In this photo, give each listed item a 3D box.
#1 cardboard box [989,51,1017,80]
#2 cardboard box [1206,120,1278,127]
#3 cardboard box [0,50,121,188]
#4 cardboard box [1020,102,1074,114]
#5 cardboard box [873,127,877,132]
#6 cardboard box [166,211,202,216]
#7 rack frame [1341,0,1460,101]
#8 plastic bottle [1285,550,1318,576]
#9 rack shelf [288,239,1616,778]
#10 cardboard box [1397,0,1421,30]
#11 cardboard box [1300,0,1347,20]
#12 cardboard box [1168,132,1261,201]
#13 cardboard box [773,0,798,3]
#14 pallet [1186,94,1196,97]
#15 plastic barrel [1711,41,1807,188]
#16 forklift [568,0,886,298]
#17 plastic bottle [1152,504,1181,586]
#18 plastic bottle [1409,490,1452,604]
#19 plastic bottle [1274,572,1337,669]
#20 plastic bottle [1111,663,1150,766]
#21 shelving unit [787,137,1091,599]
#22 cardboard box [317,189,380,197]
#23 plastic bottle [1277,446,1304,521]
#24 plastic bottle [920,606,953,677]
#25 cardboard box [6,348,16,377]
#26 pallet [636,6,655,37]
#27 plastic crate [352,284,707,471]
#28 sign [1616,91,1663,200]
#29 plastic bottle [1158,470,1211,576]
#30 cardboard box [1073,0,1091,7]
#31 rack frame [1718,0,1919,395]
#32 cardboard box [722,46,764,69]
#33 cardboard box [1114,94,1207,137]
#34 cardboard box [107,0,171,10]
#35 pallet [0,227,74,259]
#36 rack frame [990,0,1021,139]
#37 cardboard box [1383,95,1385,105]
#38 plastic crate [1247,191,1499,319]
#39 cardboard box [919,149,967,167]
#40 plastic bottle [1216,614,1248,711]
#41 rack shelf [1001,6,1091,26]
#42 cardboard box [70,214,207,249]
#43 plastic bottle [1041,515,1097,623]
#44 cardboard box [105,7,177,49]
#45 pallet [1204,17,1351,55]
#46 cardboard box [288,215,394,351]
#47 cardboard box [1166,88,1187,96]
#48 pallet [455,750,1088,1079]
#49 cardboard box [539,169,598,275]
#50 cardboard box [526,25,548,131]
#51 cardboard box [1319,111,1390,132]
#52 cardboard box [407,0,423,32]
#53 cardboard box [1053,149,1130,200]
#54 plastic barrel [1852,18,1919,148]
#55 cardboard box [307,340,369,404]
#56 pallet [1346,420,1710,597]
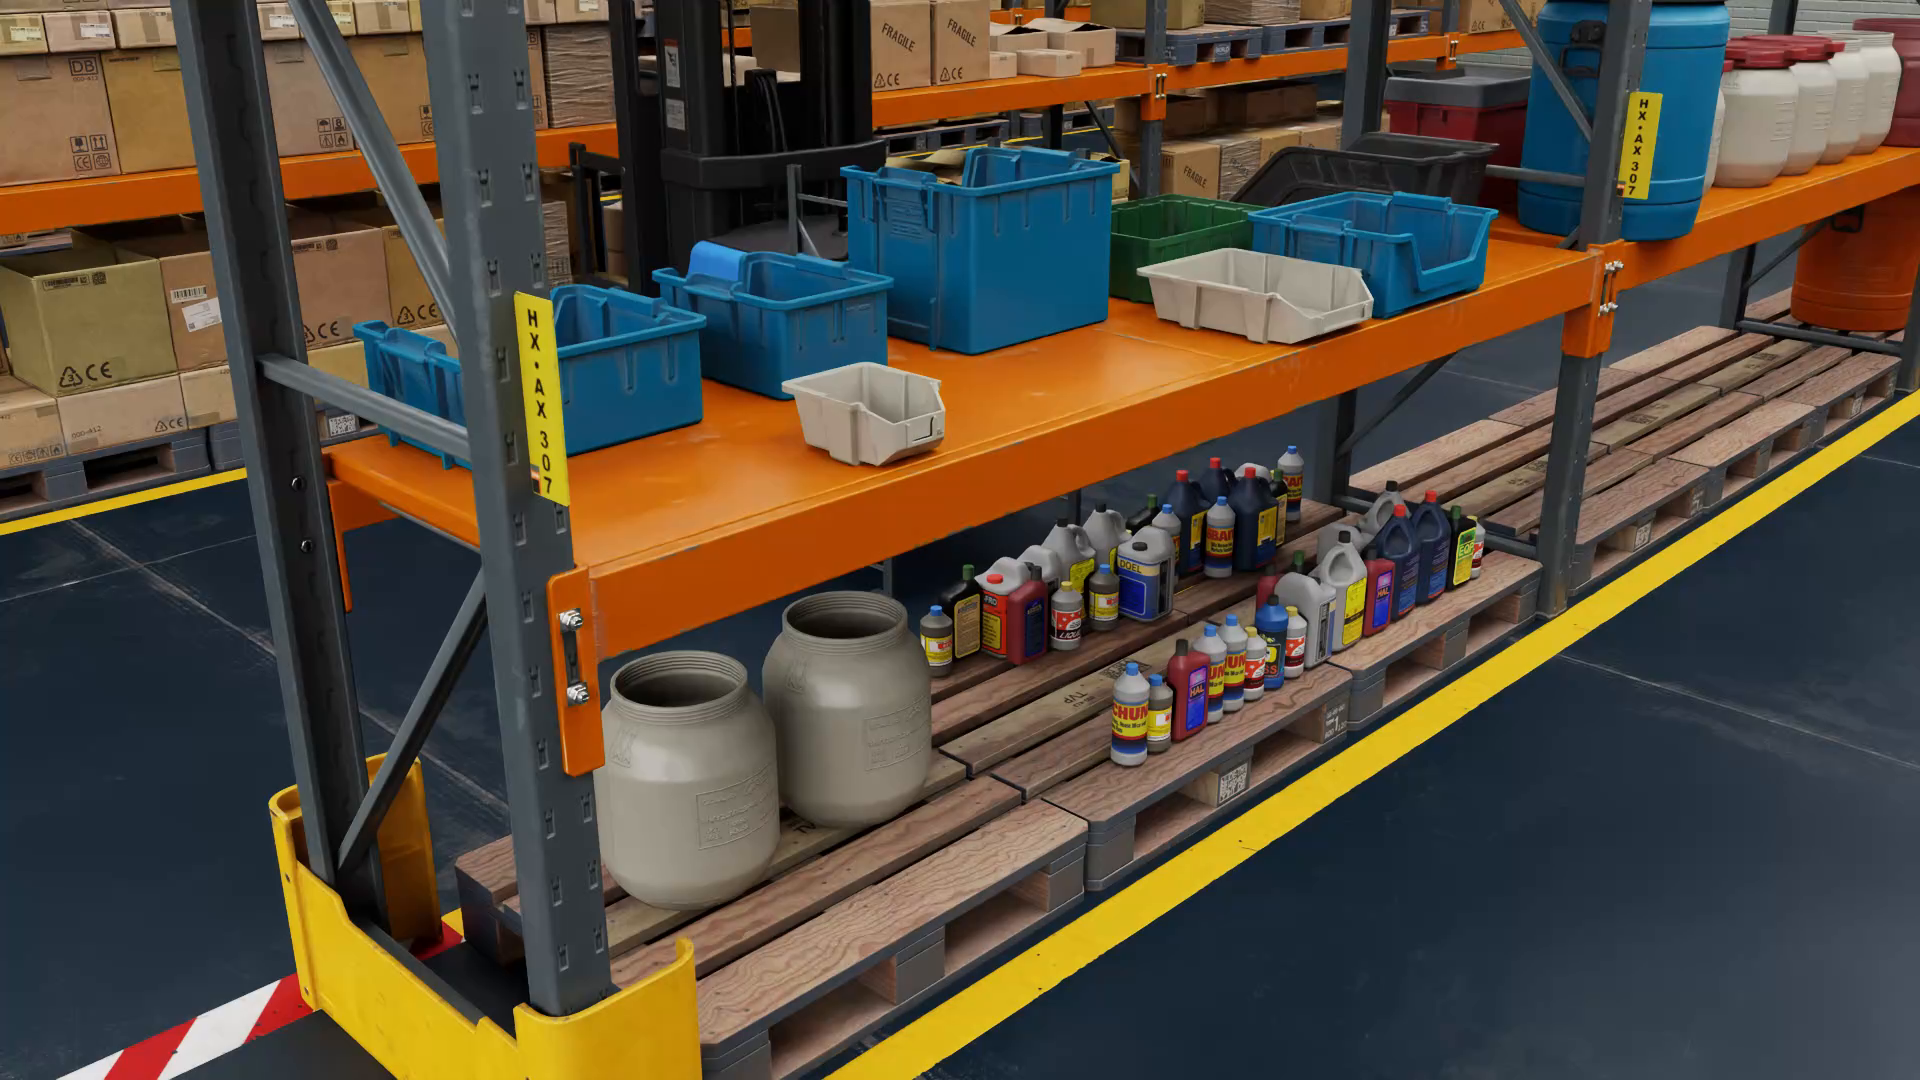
[{"bbox_3d":[0.148,-3.064,10.715,0.250,0.149,0.380,-18,27,-38],"label":"cardboard box"},{"bbox_3d":[2.205,-3.130,13.409,0.500,0.500,0.500,18,27,39],"label":"cardboard box"},{"bbox_3d":[-3.885,-1.766,6.850,0.500,0.500,0.700,-19,28,-41],"label":"cardboard box"},{"bbox_3d":[0.831,-4.986,18.265,0.700,0.500,0.500,20,29,41],"label":"cardboard box"},{"bbox_3d":[-1.331,-4.334,16.081,0.750,0.750,0.750,19,28,40],"label":"cardboard box"},{"bbox_3d":[-5.696,-2.472,12.160,0.380,0.166,0.250,15,26,34],"label":"cardboard box"},{"bbox_3d":[3.788,-4.551,14.235,1.000,3.000,0.127,19,28,41],"label":"rack frame"},{"bbox_3d":[1.060,0.159,5.152,0.061,0.283,0.133,19,28,41],"label":"plastic bottle"},{"bbox_3d":[0.358,-0.404,4.448,1.077,0.370,4.000,19,28,41],"label":"rack shelf"},{"bbox_3d":[3.953,-4.791,14.718,0.500,0.500,0.500,-20,28,-41],"label":"cardboard box"},{"bbox_3d":[2.600,-4.324,12.920,0.700,0.500,0.500,12,24,27],"label":"cardboard box"},{"bbox_3d":[1.881,-2.743,12.401,0.500,0.500,0.500,18,27,39],"label":"cardboard box"},{"bbox_3d":[-1.660,-5.150,15.210,0.500,0.500,0.500,-19,28,-40],"label":"cardboard box"},{"bbox_3d":[2.525,-5.292,20.048,1.003,0.211,1.213,19,28,41],"label":"pallet"},{"bbox_3d":[3.090,-1.697,6.620,0.433,0.535,0.433,0,21,0],"label":"plastic barrel"},{"bbox_3d":[-1.136,-1.883,7.390,1.130,2.935,3.031,-16,26,-36],"label":"forklift"},{"bbox_3d":[0.686,0.013,5.549,0.097,0.271,0.097,0,21,0],"label":"plastic bottle"},{"bbox_3d":[1.511,0.015,5.435,0.144,0.351,0.185,18,28,39],"label":"plastic bottle"},{"bbox_3d":[1.036,0.223,4.998,0.135,0.276,0.152,-20,28,-41],"label":"plastic bottle"},{"bbox_3d":[0.451,0.454,4.402,0.097,0.271,0.097,0,21,0],"label":"plastic bottle"},{"bbox_3d":[-0.059,-0.678,6.248,0.538,1.500,1.048,19,28,41],"label":"shelving unit"},{"bbox_3d":[-4.843,-2.966,12.980,0.500,0.500,0.700,-19,28,-40],"label":"cardboard box"},{"bbox_3d":[1.217,-0.214,6.140,0.097,0.271,0.097,0,21,0],"label":"plastic bottle"},{"bbox_3d":[-0.070,0.293,4.918,0.097,0.201,0.097,0,21,0],"label":"plastic bottle"},{"bbox_3d":[-4.081,-0.723,7.521,0.500,0.250,0.500,19,28,41],"label":"cardboard box"},{"bbox_3d":[-2.975,-4.463,14.271,1.213,0.211,1.003,19,28,41],"label":"pallet"},{"bbox_3d":[-0.902,-0.360,3.538,0.499,0.251,0.616,19,28,41],"label":"plastic crate"},{"bbox_3d":[2.140,-1.243,5.241,0.100,0.325,0.005,19,28,41],"label":"sign"},{"bbox_3d":[0.762,-0.071,5.657,0.144,0.351,0.185,18,27,38],"label":"plastic bottle"},{"bbox_3d":[1.140,-6.252,18.241,0.980,0.700,0.700,18,28,39],"label":"cardboard box"},{"bbox_3d":[4.544,-2.282,8.332,1.000,3.000,0.127,19,28,41],"label":"rack frame"},{"bbox_3d":[-1.311,-2.704,9.616,0.396,0.266,0.258,18,28,39],"label":"cardboard box"},{"bbox_3d":[1.518,-3.226,12.614,0.500,0.250,0.500,-19,28,-40],"label":"cardboard box"},{"bbox_3d":[-3.497,-2.516,6.991,0.700,0.500,0.500,19,28,41],"label":"cardboard box"},{"bbox_3d":[-6.639,-1.936,11.316,1.003,0.211,1.213,19,28,41],"label":"pallet"},{"bbox_3d":[0.236,-5.790,17.458,1.000,3.000,0.127,19,28,41],"label":"rack frame"},{"bbox_3d":[3.982,-3.807,15.170,0.500,0.500,0.500,19,28,41],"label":"cardboard box"},{"bbox_3d":[1.176,-0.832,4.766,0.499,0.251,0.616,19,28,41],"label":"plastic crate"},{"bbox_3d":[0.062,-2.499,11.361,0.500,0.311,0.500,18,28,39],"label":"cardboard box"},{"bbox_3d":[0.760,0.340,4.698,0.097,0.271,0.097,0,21,0],"label":"plastic bottle"},{"bbox_3d":[1.632,-5.968,18.925,1.077,0.370,4.000,19,28,41],"label":"rack shelf"},{"bbox_3d":[-3.735,-1.202,7.724,0.500,0.500,0.500,19,28,41],"label":"cardboard box"},{"bbox_3d":[0.335,0.086,5.248,0.185,0.351,0.144,-19,28,-40],"label":"plastic bottle"},{"bbox_3d":[-3.436,-2.129,6.889,0.380,0.149,0.250,18,27,39],"label":"cardboard box"},{"bbox_3d":[2.351,-3.935,12.898,1.003,0.211,1.213,19,28,41],"label":"pallet"},{"bbox_3d":[-3.001,-1.196,7.708,0.500,0.500,0.500,19,28,41],"label":"cardboard box"},{"bbox_3d":[2.261,-5.514,19.638,0.700,0.500,0.500,19,28,40],"label":"cardboard box"},{"bbox_3d":[-0.447,0.837,4.103,1.003,0.211,1.213,19,28,41],"label":"pallet"},{"bbox_3d":[-2.341,-1.717,9.062,0.500,0.500,0.500,19,28,41],"label":"cardboard box"},{"bbox_3d":[-2.461,-2.289,8.209,0.700,0.500,0.500,19,28,40],"label":"cardboard box"},{"bbox_3d":[3.298,-3.266,13.763,0.500,0.500,0.500,19,28,41],"label":"cardboard box"},{"bbox_3d":[-2.540,-2.460,7.750,0.380,0.149,0.250,19,28,40],"label":"cardboard box"},{"bbox_3d":[0.809,-2.501,11.366,0.500,0.311,0.500,-19,28,-41],"label":"cardboard box"},{"bbox_3d":[4.437,-2.151,7.800,0.600,0.536,0.708,19,28,41],"label":"plastic barrel"},{"bbox_3d":[-3.002,-0.847,7.843,0.500,0.250,0.500,19,28,41],"label":"cardboard box"},{"bbox_3d":[2.274,-0.164,6.707,1.003,0.211,1.213,19,28,41],"label":"pallet"}]
